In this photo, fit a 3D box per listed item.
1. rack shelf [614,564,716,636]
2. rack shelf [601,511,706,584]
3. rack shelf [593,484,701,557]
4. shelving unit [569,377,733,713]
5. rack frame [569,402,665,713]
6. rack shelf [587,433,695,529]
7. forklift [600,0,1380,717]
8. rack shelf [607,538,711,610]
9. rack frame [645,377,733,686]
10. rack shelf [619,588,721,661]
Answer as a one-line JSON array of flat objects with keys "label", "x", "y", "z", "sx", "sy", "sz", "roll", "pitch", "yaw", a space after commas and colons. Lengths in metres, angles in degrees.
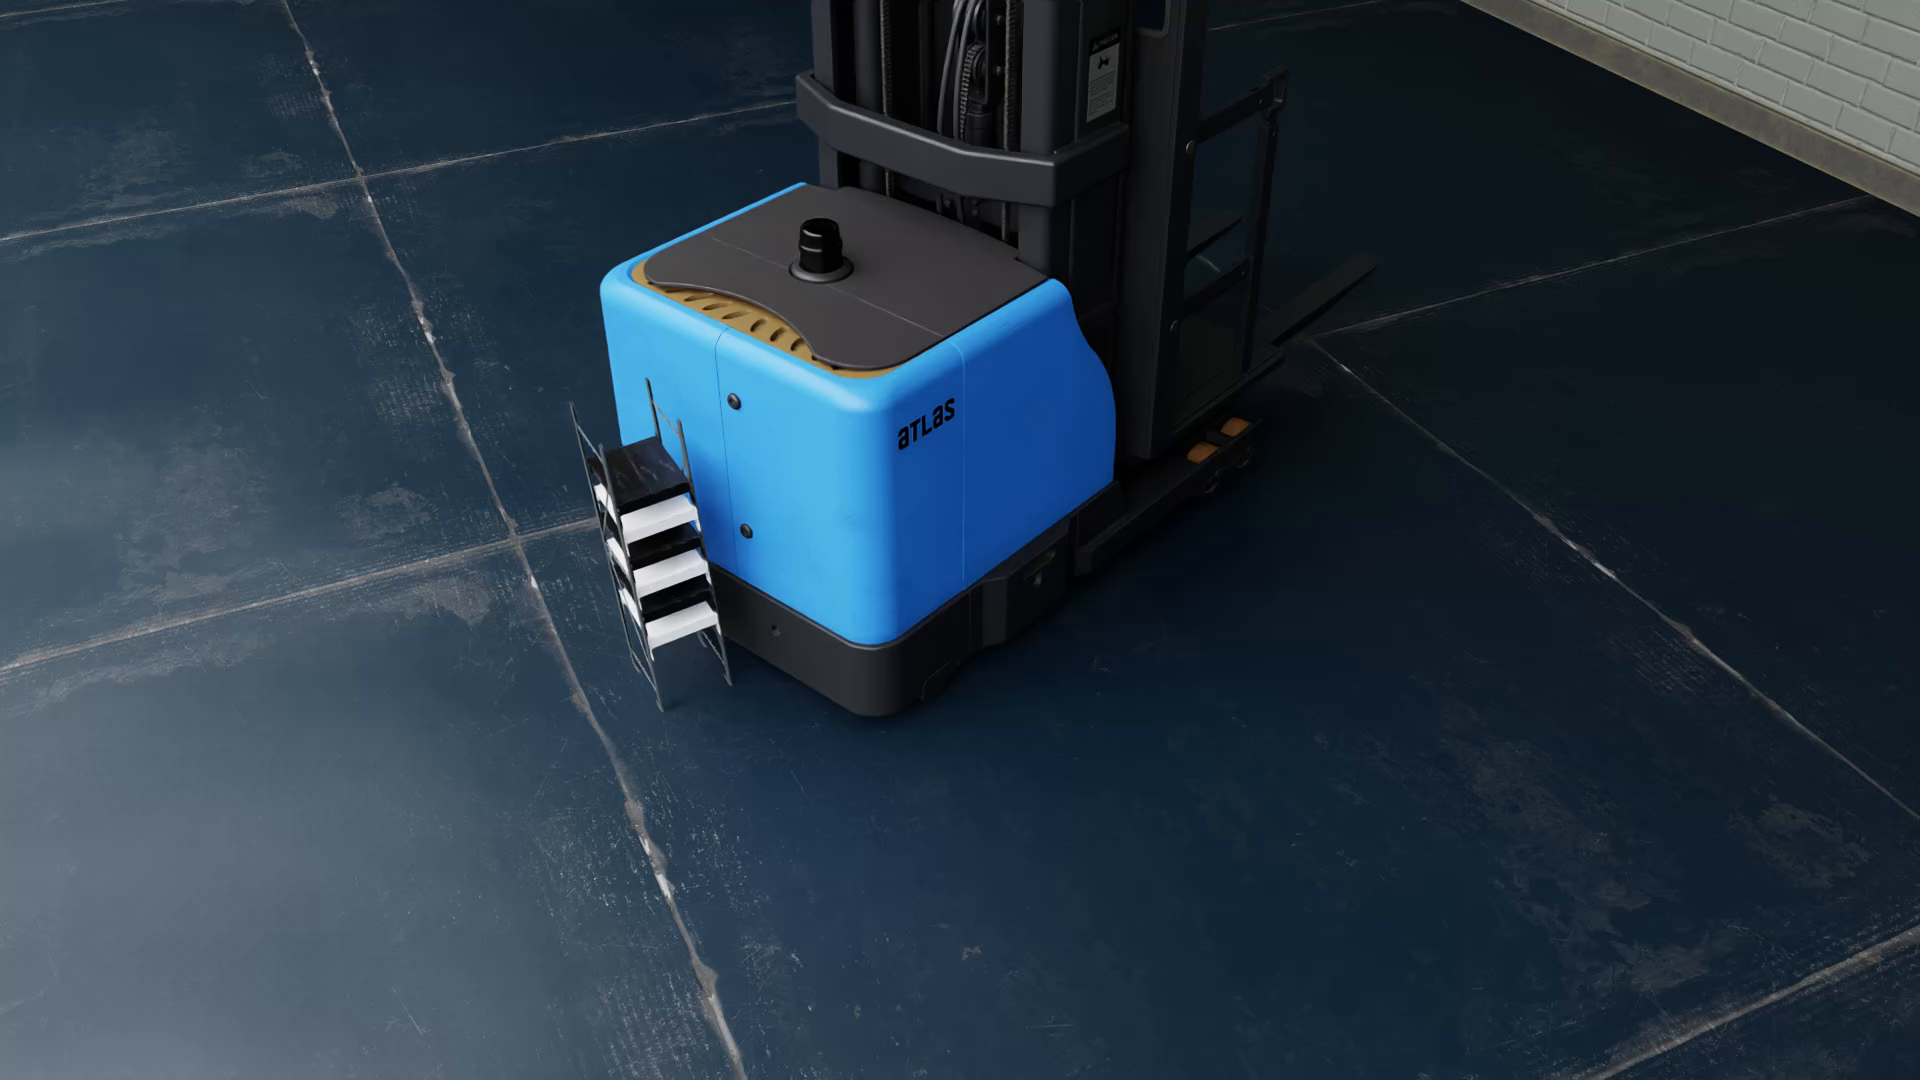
[{"label": "rack shelf", "x": -0.807, "y": 0.127, "z": 4.520, "sx": 0.200, "sy": 0.077, "sz": 0.258, "roll": -21, "pitch": 41, "yaw": -21}, {"label": "rack shelf", "x": -0.818, "y": -0.014, "z": 4.408, "sx": 0.200, "sy": 0.077, "sz": 0.258, "roll": -21, "pitch": 41, "yaw": -21}, {"label": "rack shelf", "x": -0.823, "y": -0.085, "z": 4.352, "sx": 0.200, "sy": 0.077, "sz": 0.258, "roll": -21, "pitch": 41, "yaw": -21}, {"label": "shelving unit", "x": -0.815, "y": 0.030, "z": 4.443, "sx": 0.210, "sy": 0.900, "sz": 0.258, "roll": -21, "pitch": 41, "yaw": -21}, {"label": "rack frame", "x": -0.903, "y": 0.065, "z": 4.408, "sx": 0.006, "sy": 0.900, "sz": 0.240, "roll": -21, "pitch": 41, "yaw": -21}, {"label": "rack shelf", "x": -0.828, "y": -0.155, "z": 4.297, "sx": 0.200, "sy": 0.077, "sz": 0.258, "roll": -21, "pitch": 41, "yaw": -21}, {"label": "forklift", "x": 0.361, "y": -1.506, "z": 4.820, "sx": 1.130, "sy": 2.935, "sz": 3.031, "roll": 27, "pitch": 44, "yaw": 31}, {"label": "rack shelf", "x": -0.813, "y": 0.056, "z": 4.464, "sx": 0.200, "sy": 0.077, "sz": 0.258, "roll": -21, "pitch": 41, "yaw": -21}, {"label": "rack frame", "x": -0.726, "y": -0.004, "z": 4.479, "sx": 0.006, "sy": 0.900, "sz": 0.240, "roll": -21, "pitch": 41, "yaw": -21}, {"label": "rack shelf", "x": -0.802, "y": 0.197, "z": 4.576, "sx": 0.200, "sy": 0.077, "sz": 0.258, "roll": -21, "pitch": 41, "yaw": -21}]
